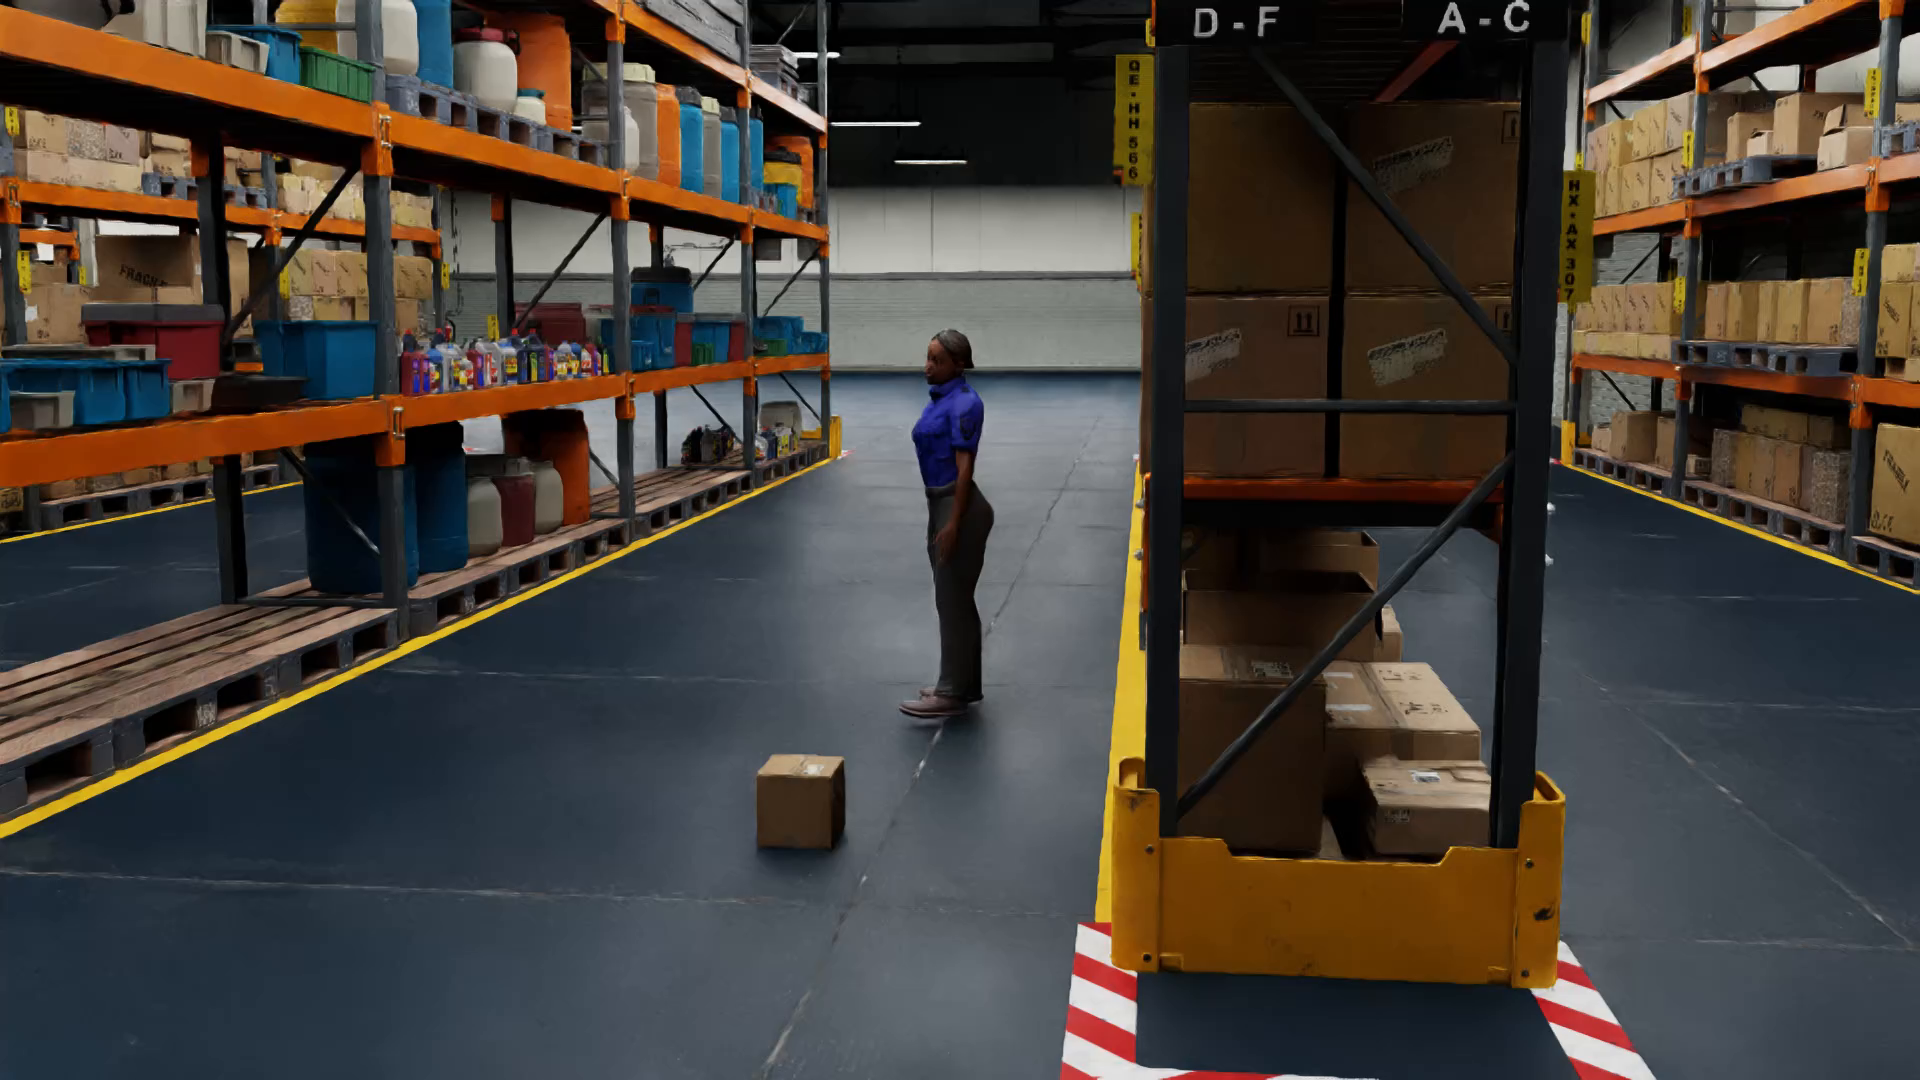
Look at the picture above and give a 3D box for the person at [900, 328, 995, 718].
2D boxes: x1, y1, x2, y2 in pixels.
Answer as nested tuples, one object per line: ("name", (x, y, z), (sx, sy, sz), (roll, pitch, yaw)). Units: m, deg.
("person", (-0.081, -0.074, 7.173), (0.437, 1.666, 0.535), (-2, 8, -15))
